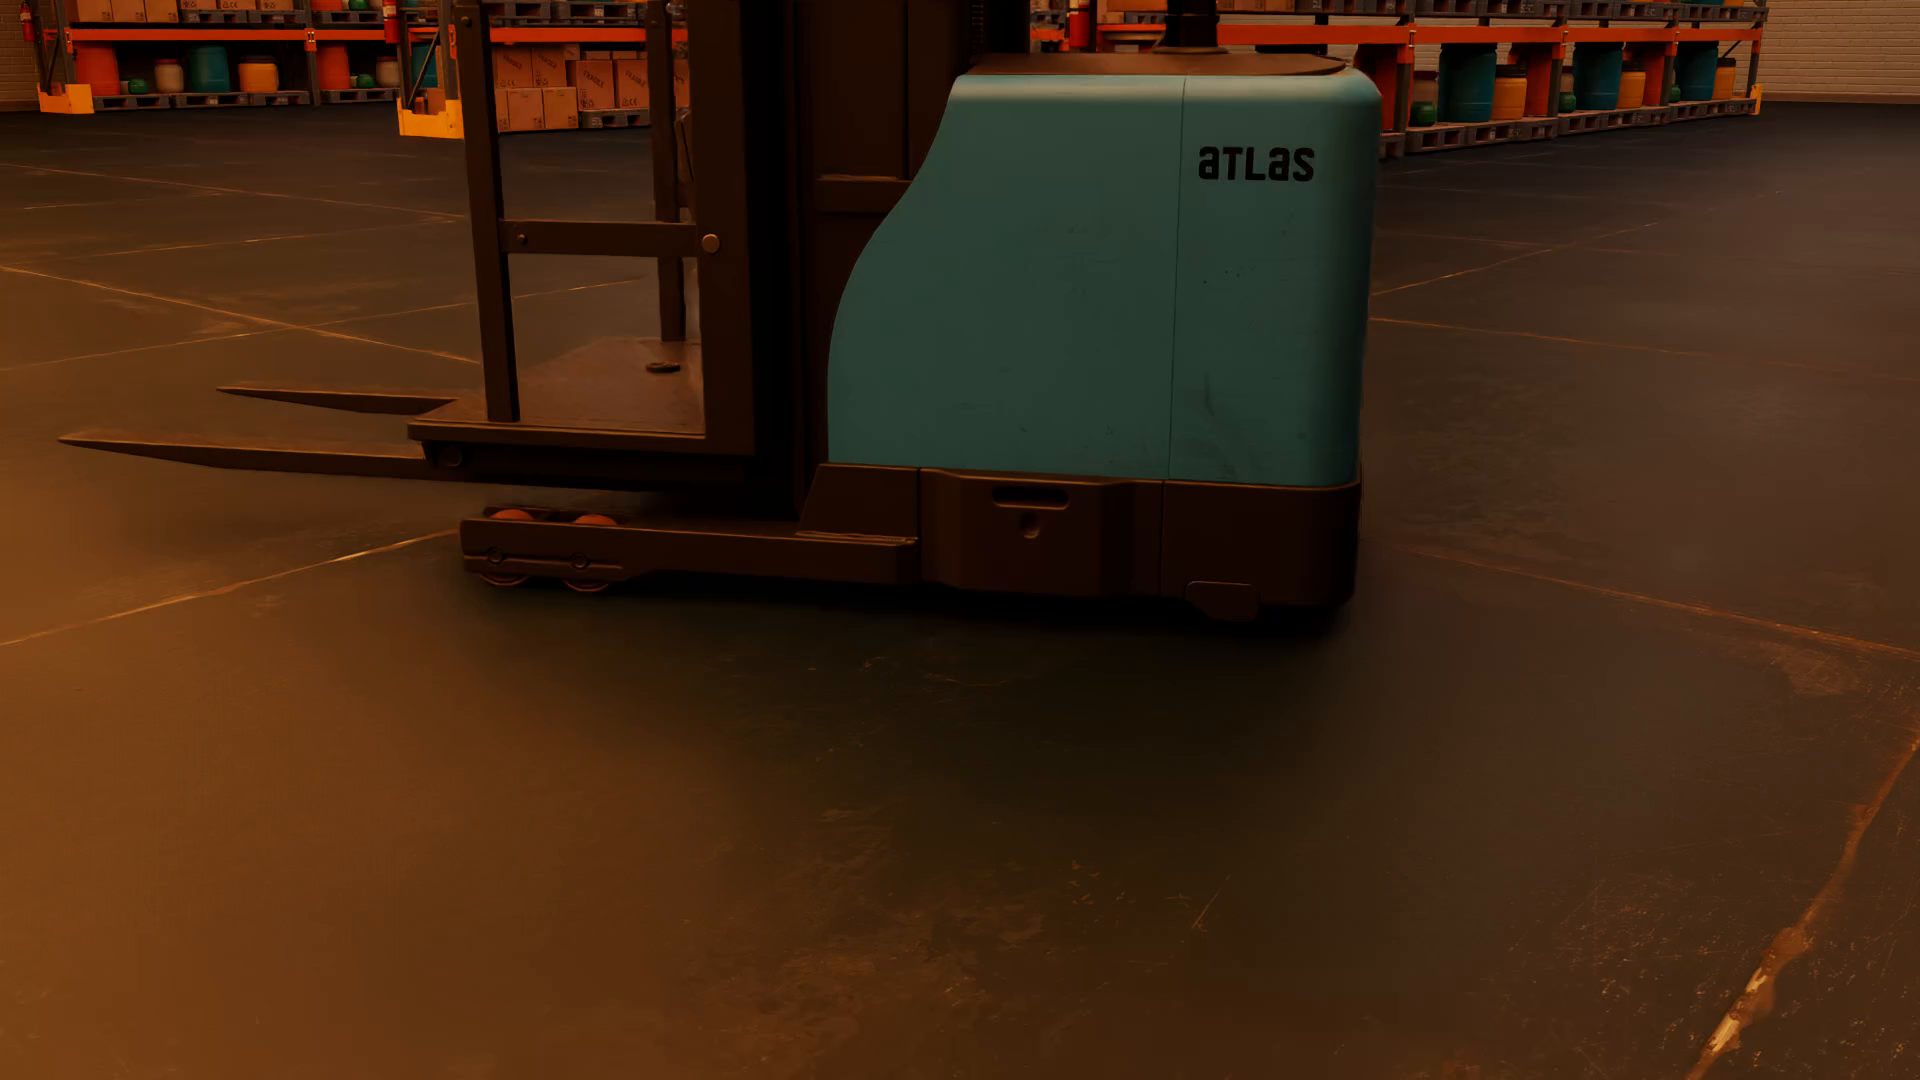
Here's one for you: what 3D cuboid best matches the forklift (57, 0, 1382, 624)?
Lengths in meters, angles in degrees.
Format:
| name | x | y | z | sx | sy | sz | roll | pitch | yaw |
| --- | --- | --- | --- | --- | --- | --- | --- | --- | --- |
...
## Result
| name | x | y | z | sx | sy | sz | roll | pitch | yaw |
| --- | --- | --- | --- | --- | --- | --- | --- | --- | --- |
| forklift | -0.608 | -1.435 | 3.622 | 3.031 | 2.935 | 1.130 | 3 | 17 | 11 |
